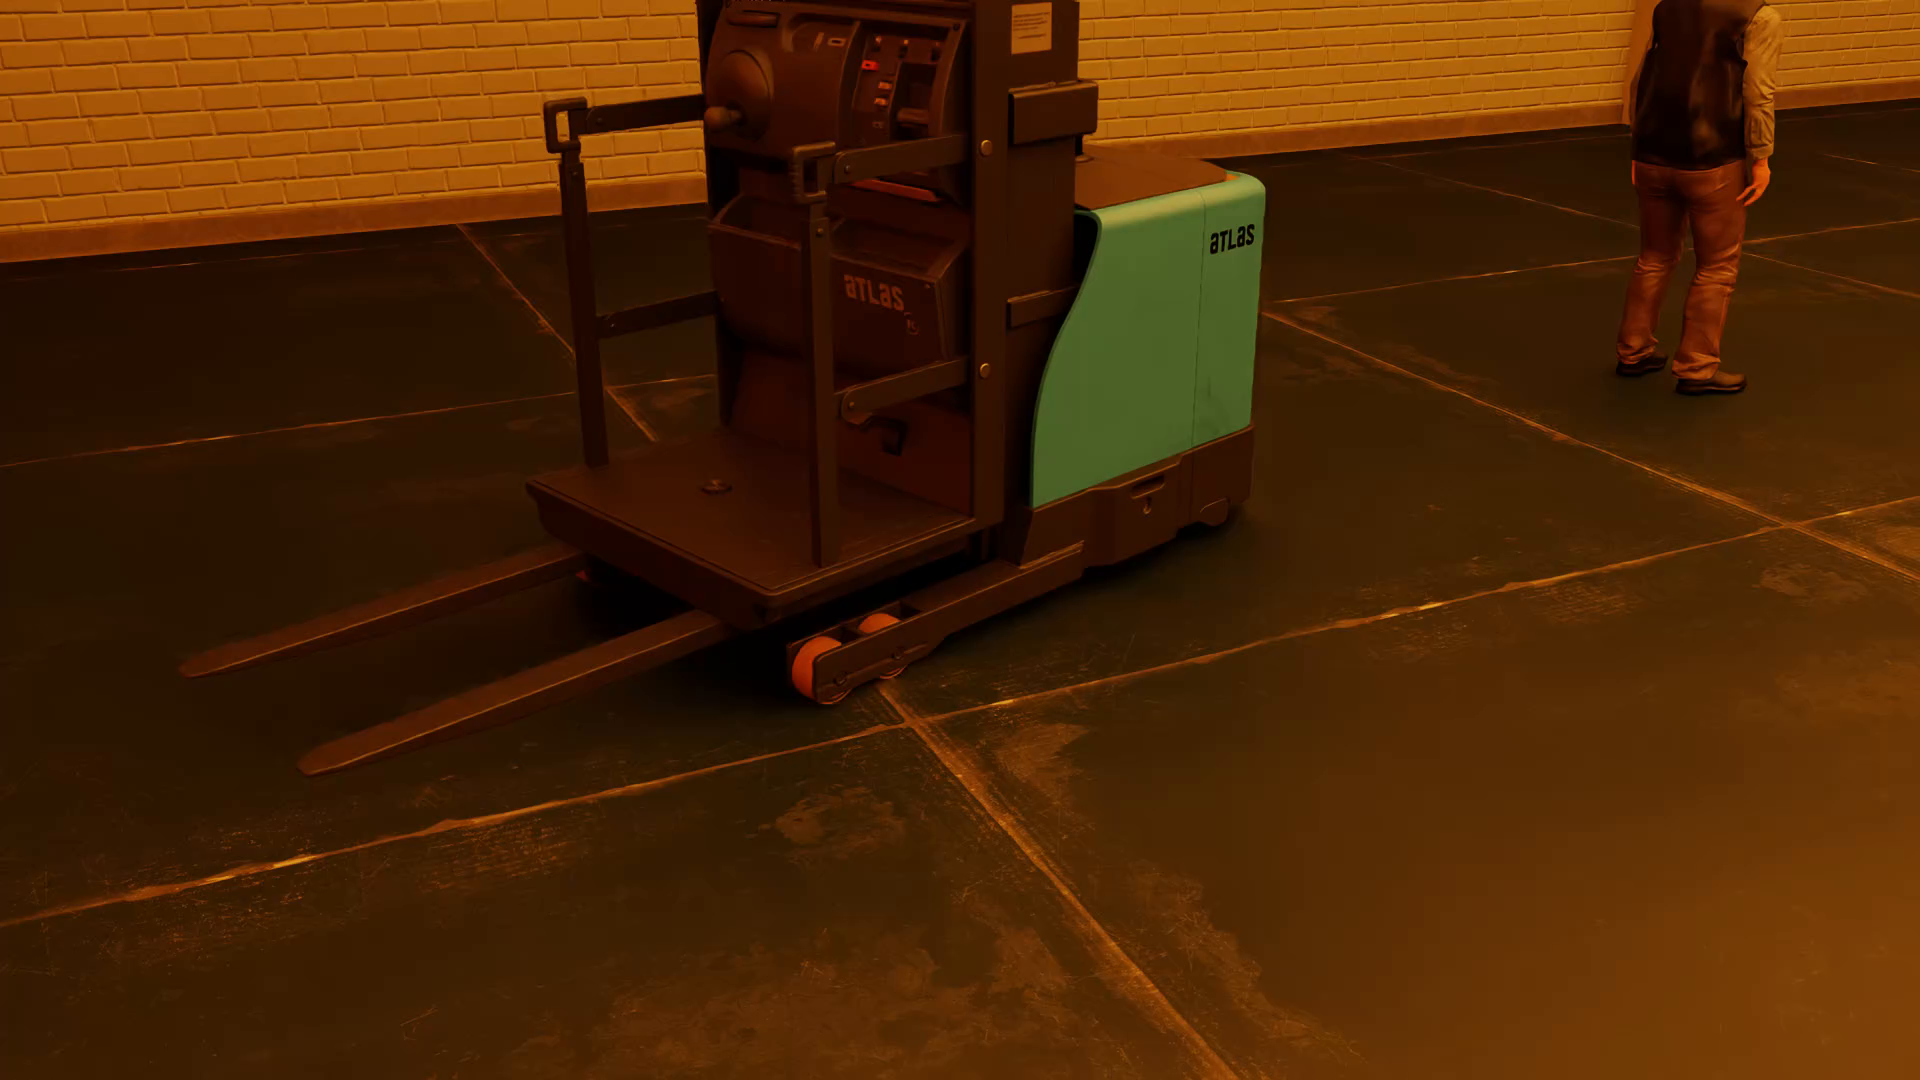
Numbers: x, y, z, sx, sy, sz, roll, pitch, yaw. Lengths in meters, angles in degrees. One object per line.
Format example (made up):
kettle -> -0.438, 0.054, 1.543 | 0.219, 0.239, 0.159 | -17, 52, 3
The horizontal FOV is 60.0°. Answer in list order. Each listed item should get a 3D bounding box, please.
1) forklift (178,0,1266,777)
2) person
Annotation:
forklift -> -0.484, -1.169, 4.099 | 3.031, 2.935, 1.130 | -21, 30, -40
person -> 2.790, -1.437, 6.327 | 0.426, 1.719, 0.581 | -14, 26, -29
